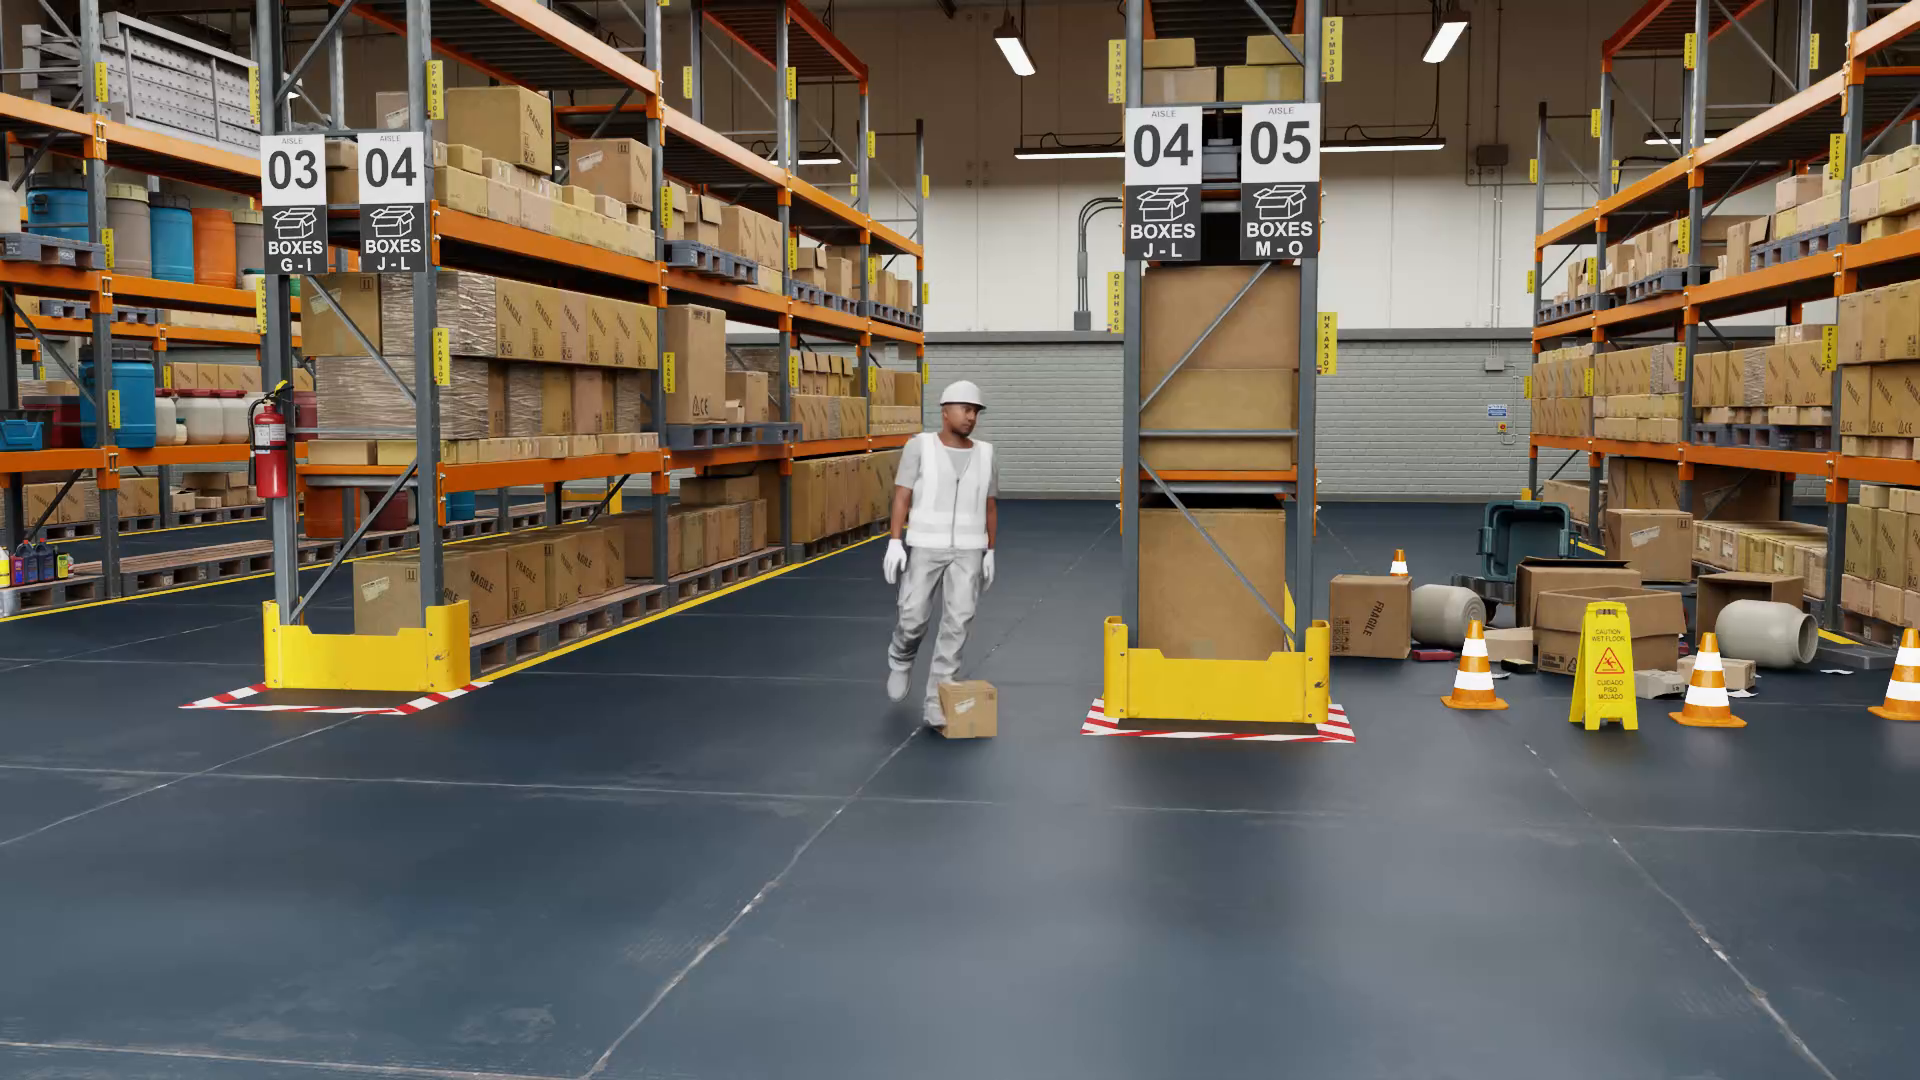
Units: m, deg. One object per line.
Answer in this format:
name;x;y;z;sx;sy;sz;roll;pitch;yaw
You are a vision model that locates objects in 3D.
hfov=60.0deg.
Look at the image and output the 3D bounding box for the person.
person;-0.098;0.056;8.582;0.619;1.750;0.749;-1;4;-12
